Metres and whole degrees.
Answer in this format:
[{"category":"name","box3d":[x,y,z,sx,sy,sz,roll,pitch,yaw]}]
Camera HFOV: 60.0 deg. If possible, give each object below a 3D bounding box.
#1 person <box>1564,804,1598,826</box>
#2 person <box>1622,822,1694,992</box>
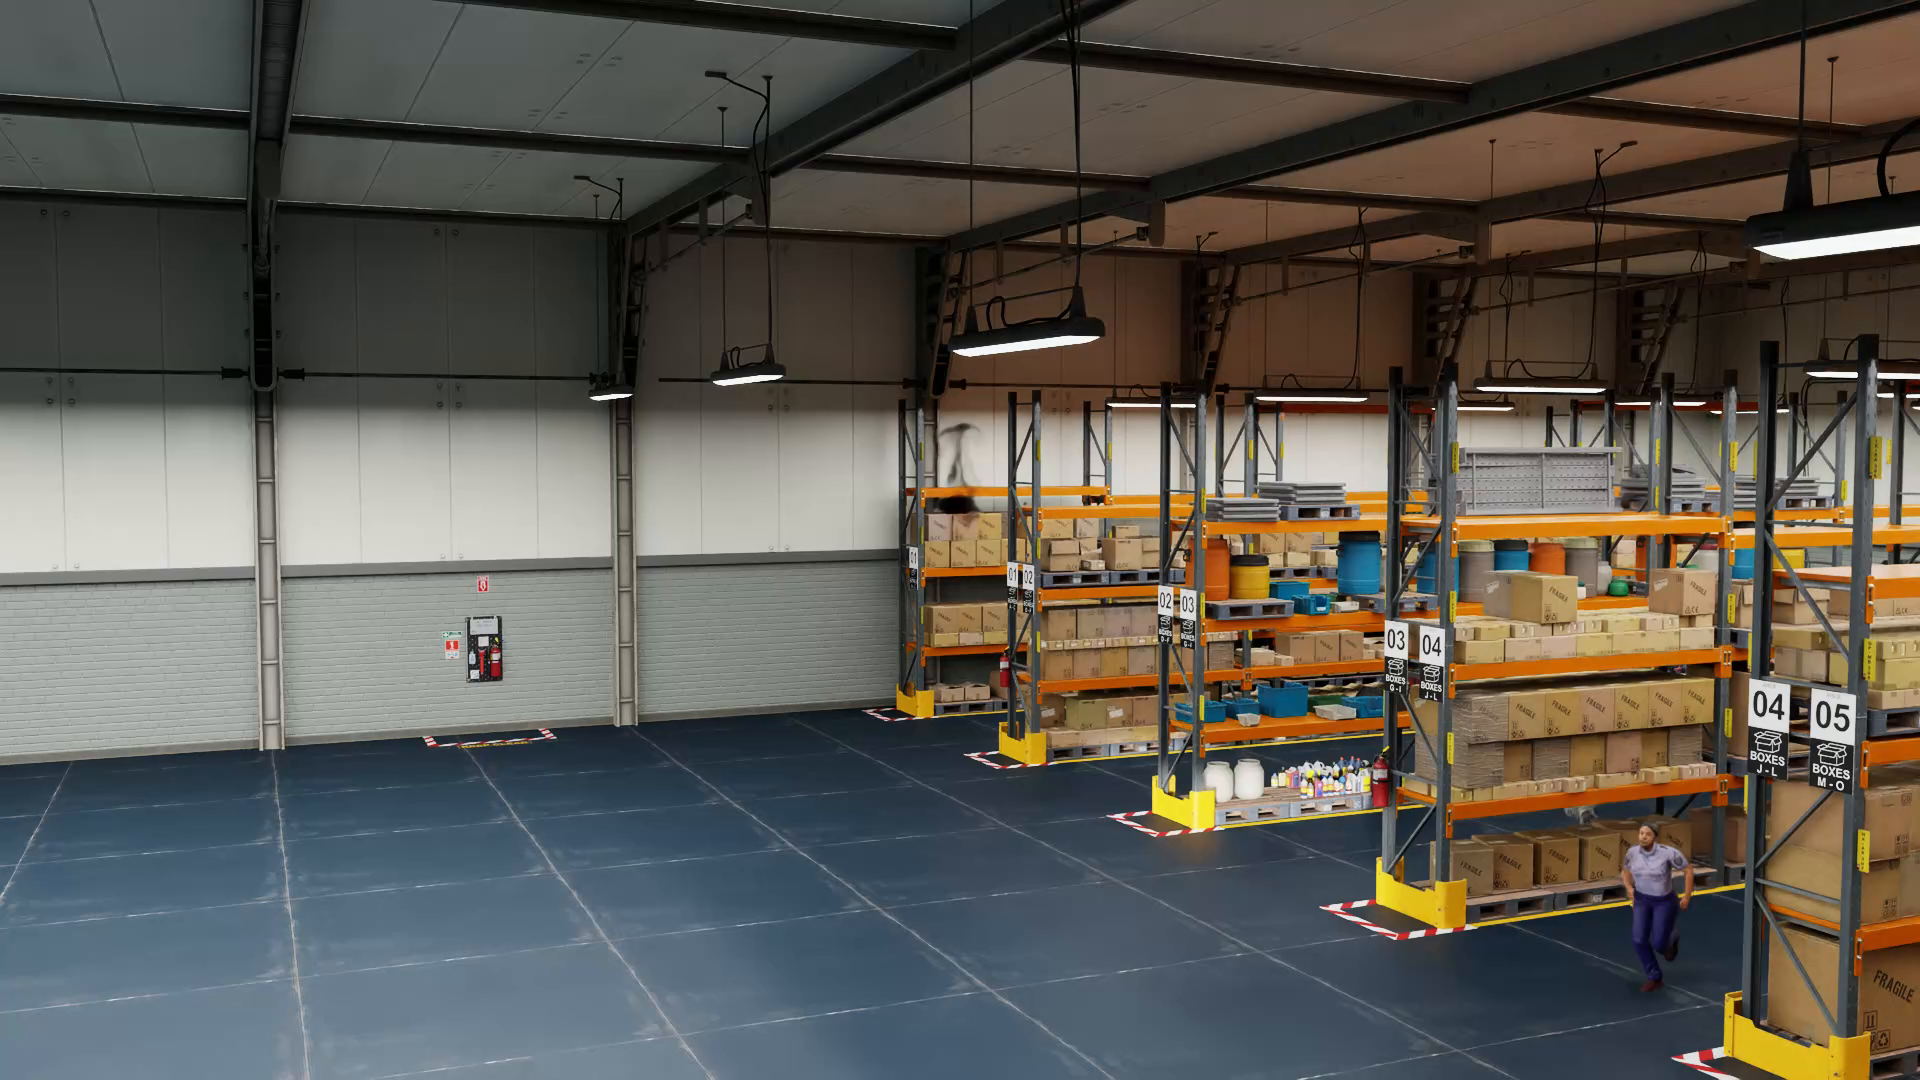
[{"category":"person","box3d":[7.968,3.066,21.100,0.601,1.735,0.688,-2,4,-32]},{"category":"person","box3d":[6.613,3.464,15.793,0.640,1.611,0.662,3,5,44]}]
